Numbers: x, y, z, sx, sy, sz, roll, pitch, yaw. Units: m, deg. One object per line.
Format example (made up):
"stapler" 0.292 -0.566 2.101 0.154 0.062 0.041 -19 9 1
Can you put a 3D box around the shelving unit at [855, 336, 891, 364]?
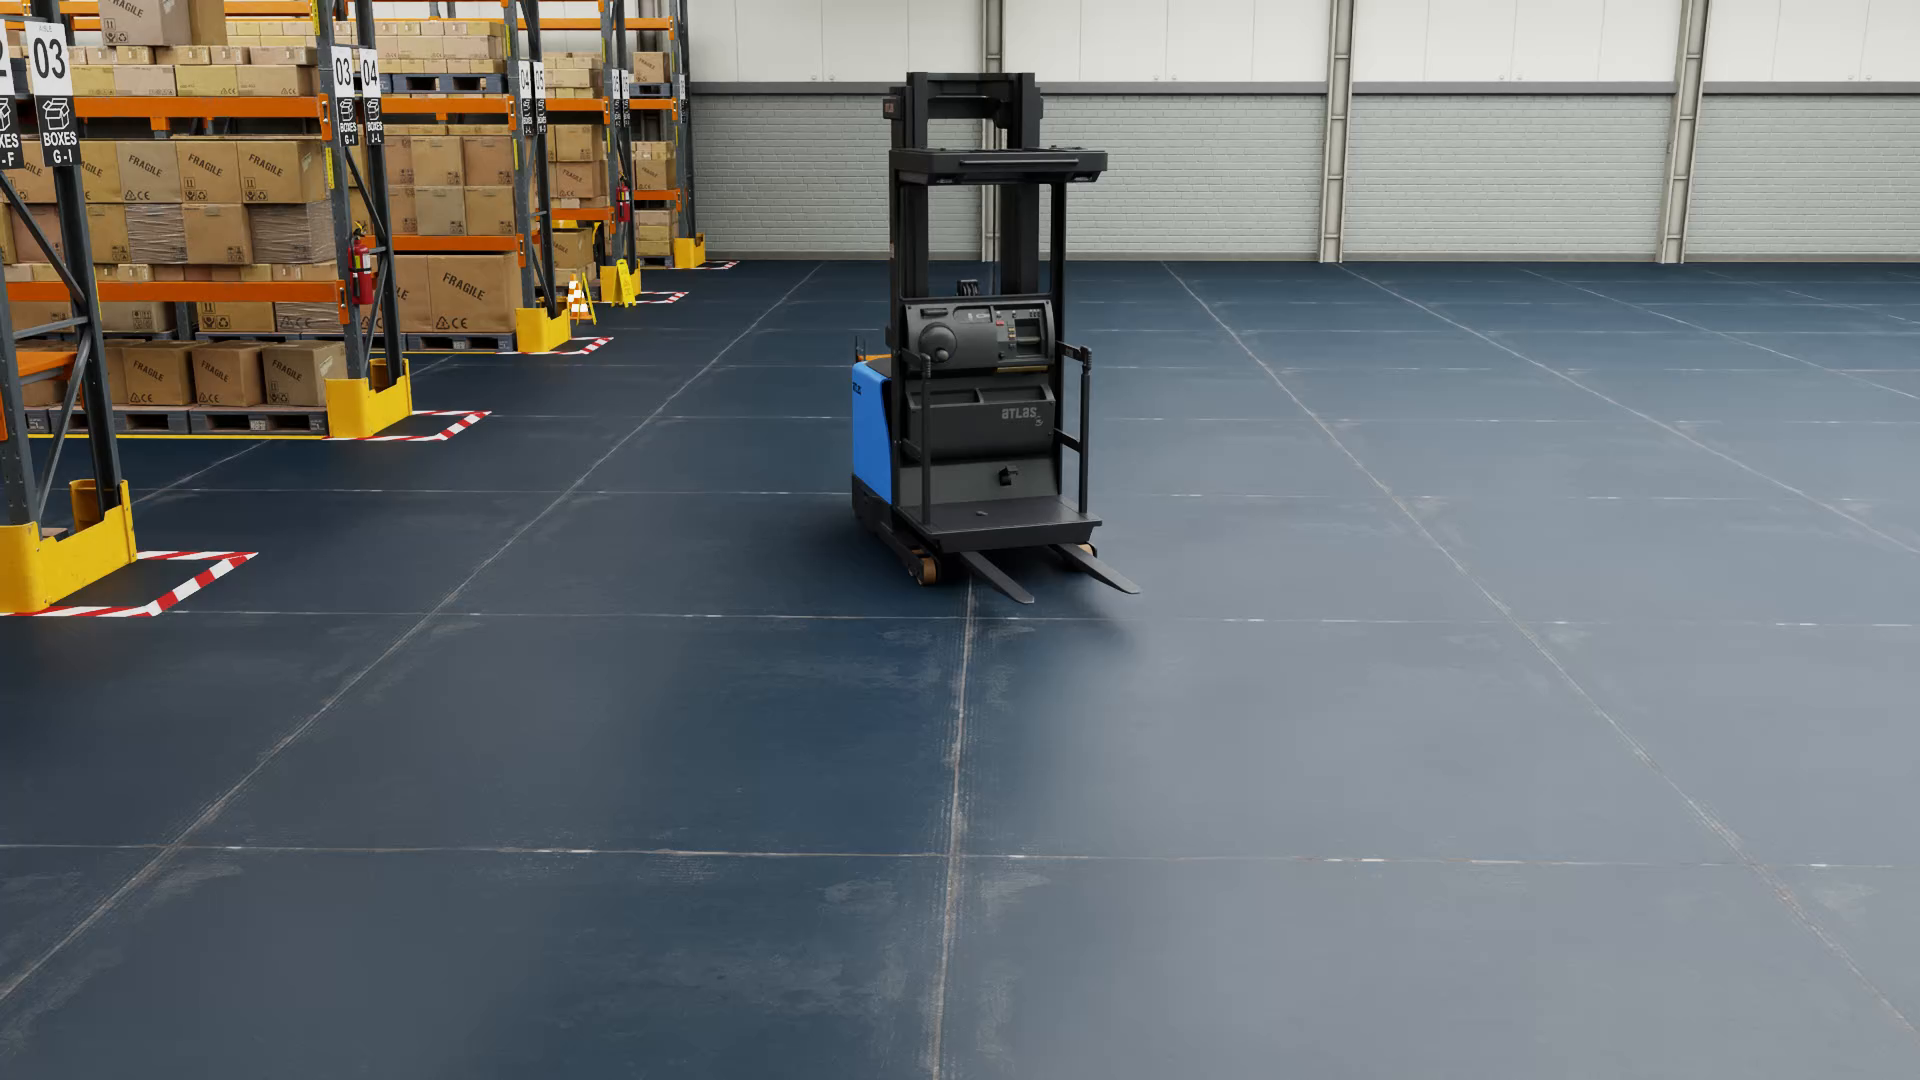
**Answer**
"shelving unit" -0.451 -0.823 11.602 0.503 1.200 0.258 -5 15 -18

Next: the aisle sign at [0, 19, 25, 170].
"aisle sign" -5.175 -2.384 8.900 0.004 0.787 0.394 0 15 1

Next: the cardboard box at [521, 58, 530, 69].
"cardboard box" -5.970 -6.658 23.245 0.250 0.149 0.380 0 15 2

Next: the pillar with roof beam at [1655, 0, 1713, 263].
"pillar with roof beam" 12.474 -8.179 24.202 0.400 9.000 9.100 0 15 1

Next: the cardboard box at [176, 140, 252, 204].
"cardboard box" -6.169 -3.084 13.911 0.500 0.500 0.500 0 15 1

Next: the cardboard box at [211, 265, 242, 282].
"cardboard box" -6.154 -2.290 14.131 0.250 0.149 0.380 0 15 1

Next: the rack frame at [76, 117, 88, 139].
"rack frame" -12.857 -5.046 24.084 0.127 3.000 1.000 0 15 1

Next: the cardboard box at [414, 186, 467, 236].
"cardboard box" -5.808 -3.792 19.038 0.550 0.550 0.875 0 15 1

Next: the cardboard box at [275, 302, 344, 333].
"cardboard box" -7.356 -2.905 19.314 0.875 0.875 0.875 0 15 2

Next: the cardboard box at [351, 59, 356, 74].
"cardboard box" -6.751 -5.237 18.401 0.250 0.149 0.380 1 15 2

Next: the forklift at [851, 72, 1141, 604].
"forklift" 0.191 -1.264 9.885 1.130 2.935 3.031 -5 15 -17

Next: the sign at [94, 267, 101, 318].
"sign" -5.221 -1.477 10.016 0.005 0.325 0.100 0 15 1

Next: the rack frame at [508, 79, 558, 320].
"rack frame" -4.885 -3.730 19.099 0.127 3.000 1.000 0 15 1

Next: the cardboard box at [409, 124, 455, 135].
"cardboard box" -7.413 -5.618 23.514 0.500 0.500 0.700 0 15 0

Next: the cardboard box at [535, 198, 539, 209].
"cardboard box" -6.009 -4.794 23.624 0.250 0.149 0.380 1 15 2

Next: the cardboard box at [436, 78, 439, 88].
"cardboard box" -7.409 -6.461 23.280 0.500 0.250 0.500 1 15 2

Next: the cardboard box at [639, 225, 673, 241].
"cardboard box" -5.231 -5.298 28.628 0.500 0.250 0.500 0 15 1

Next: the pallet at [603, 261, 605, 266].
"pallet" -6.719 -4.914 29.052 1.213 0.211 1.003 0 15 1

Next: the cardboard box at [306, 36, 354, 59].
"cardboard box" -6.887 -5.446 18.413 0.500 0.250 0.500 1 15 2

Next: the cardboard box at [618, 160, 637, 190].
"cardboard box" -5.754 -6.250 28.452 0.500 0.500 0.500 1 15 3

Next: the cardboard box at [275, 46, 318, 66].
"cardboard box" -5.398 -3.959 13.598 0.250 0.149 0.380 0 15 1

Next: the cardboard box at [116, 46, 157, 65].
"cardboard box" -6.699 -3.969 13.638 0.250 0.149 0.380 0 15 -1

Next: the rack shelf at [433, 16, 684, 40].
"rack shelf" -6.736 -8.632 28.111 4.000 0.370 1.077 0 15 1

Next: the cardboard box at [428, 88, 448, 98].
"cardboard box" -7.267 -6.253 23.273 0.250 0.149 0.380 0 15 0

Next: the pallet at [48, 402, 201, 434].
"pallet" -7.216 -1.141 14.752 1.213 0.211 1.003 0 15 1

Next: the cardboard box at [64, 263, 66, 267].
"cardboard box" -7.404 -2.286 14.118 0.250 0.149 0.380 0 15 1

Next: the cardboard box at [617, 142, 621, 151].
"cardboard box" -5.857 -6.723 28.391 0.250 0.149 0.380 0 15 2

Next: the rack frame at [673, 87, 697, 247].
"rack frame" -4.737 -6.259 28.685 0.127 3.000 1.000 0 15 1

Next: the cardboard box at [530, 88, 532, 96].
"cardboard box" -5.989 -6.276 23.359 0.250 0.149 0.380 0 15 2

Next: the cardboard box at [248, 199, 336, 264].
"cardboard box" -5.662 -2.669 14.297 0.500 0.500 0.875 0 15 1

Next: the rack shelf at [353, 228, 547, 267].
"rack shelf" -6.884 -3.396 19.241 4.000 0.370 1.077 0 15 1

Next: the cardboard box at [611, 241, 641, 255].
"cardboard box" -5.711 -5.061 28.709 0.500 0.250 0.500 0 15 1

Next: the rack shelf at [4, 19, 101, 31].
"rack shelf" -14.733 -8.684 28.309 4.000 0.370 1.077 0 15 1

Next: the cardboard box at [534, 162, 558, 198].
"cardboard box" -5.910 -5.123 23.600 0.500 0.500 0.500 0 15 2

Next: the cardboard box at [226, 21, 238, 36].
"cardboard box" -8.020 -5.630 18.330 0.250 0.149 0.380 0 15 1

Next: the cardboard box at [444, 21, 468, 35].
"cardboard box" -5.480 -5.614 18.269 0.250 0.149 0.380 0 15 2

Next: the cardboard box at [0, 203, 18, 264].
"cardboard box" -8.164 -2.653 14.238 0.500 0.500 0.875 0 15 1

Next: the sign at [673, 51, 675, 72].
"sign" -4.764 -7.961 27.675 0.005 0.325 0.100 0 15 1

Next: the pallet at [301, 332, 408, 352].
"pallet" -6.903 -2.376 19.432 1.213 0.211 1.003 0 15 1

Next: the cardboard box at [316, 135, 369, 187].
"cardboard box" -6.897 -4.326 18.946 0.500 0.550 0.875 0 15 1

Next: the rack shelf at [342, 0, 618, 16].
"rack shelf" -6.859 -7.558 23.263 4.000 0.370 1.077 0 15 1

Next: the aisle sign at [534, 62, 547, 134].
"aisle sign" -4.807 -5.063 19.056 0.004 0.787 0.394 0 15 1

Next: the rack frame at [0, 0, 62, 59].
"rack frame" -5.239 -4.104 8.755 0.127 3.000 1.000 0 15 1

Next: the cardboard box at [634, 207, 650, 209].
"cardboard box" -5.712 -5.670 29.058 0.500 0.250 0.500 0 15 2

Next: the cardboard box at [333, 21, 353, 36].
"cardboard box" -6.755 -5.622 18.299 0.250 0.149 0.380 0 15 2

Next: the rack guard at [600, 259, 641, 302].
"rack guard" -4.936 -3.785 24.207 0.348 0.500 1.175 0 15 1

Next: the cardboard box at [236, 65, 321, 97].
"cardboard box" -5.601 -3.782 13.710 0.500 0.250 0.500 1 15 3

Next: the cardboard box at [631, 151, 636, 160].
"cardboard box" -5.605 -6.563 28.370 0.250 0.149 0.380 1 15 2

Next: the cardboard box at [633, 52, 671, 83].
"cardboard box" -5.185 -7.950 27.998 0.500 0.500 0.500 1 15 3

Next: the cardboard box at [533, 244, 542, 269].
"cardboard box" -6.189 -4.171 23.865 0.500 0.500 0.500 1 15 4

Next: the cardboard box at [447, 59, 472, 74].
"cardboard box" -5.478 -5.228 18.370 0.250 0.149 0.380 0 15 2

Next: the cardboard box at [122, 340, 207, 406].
"cardboard box" -6.960 -1.473 14.620 0.500 0.500 0.500 2 15 7

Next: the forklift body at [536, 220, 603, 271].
"forklift body" -6.679 -5.396 27.076 1.214 2.155 2.313 0 15 1
